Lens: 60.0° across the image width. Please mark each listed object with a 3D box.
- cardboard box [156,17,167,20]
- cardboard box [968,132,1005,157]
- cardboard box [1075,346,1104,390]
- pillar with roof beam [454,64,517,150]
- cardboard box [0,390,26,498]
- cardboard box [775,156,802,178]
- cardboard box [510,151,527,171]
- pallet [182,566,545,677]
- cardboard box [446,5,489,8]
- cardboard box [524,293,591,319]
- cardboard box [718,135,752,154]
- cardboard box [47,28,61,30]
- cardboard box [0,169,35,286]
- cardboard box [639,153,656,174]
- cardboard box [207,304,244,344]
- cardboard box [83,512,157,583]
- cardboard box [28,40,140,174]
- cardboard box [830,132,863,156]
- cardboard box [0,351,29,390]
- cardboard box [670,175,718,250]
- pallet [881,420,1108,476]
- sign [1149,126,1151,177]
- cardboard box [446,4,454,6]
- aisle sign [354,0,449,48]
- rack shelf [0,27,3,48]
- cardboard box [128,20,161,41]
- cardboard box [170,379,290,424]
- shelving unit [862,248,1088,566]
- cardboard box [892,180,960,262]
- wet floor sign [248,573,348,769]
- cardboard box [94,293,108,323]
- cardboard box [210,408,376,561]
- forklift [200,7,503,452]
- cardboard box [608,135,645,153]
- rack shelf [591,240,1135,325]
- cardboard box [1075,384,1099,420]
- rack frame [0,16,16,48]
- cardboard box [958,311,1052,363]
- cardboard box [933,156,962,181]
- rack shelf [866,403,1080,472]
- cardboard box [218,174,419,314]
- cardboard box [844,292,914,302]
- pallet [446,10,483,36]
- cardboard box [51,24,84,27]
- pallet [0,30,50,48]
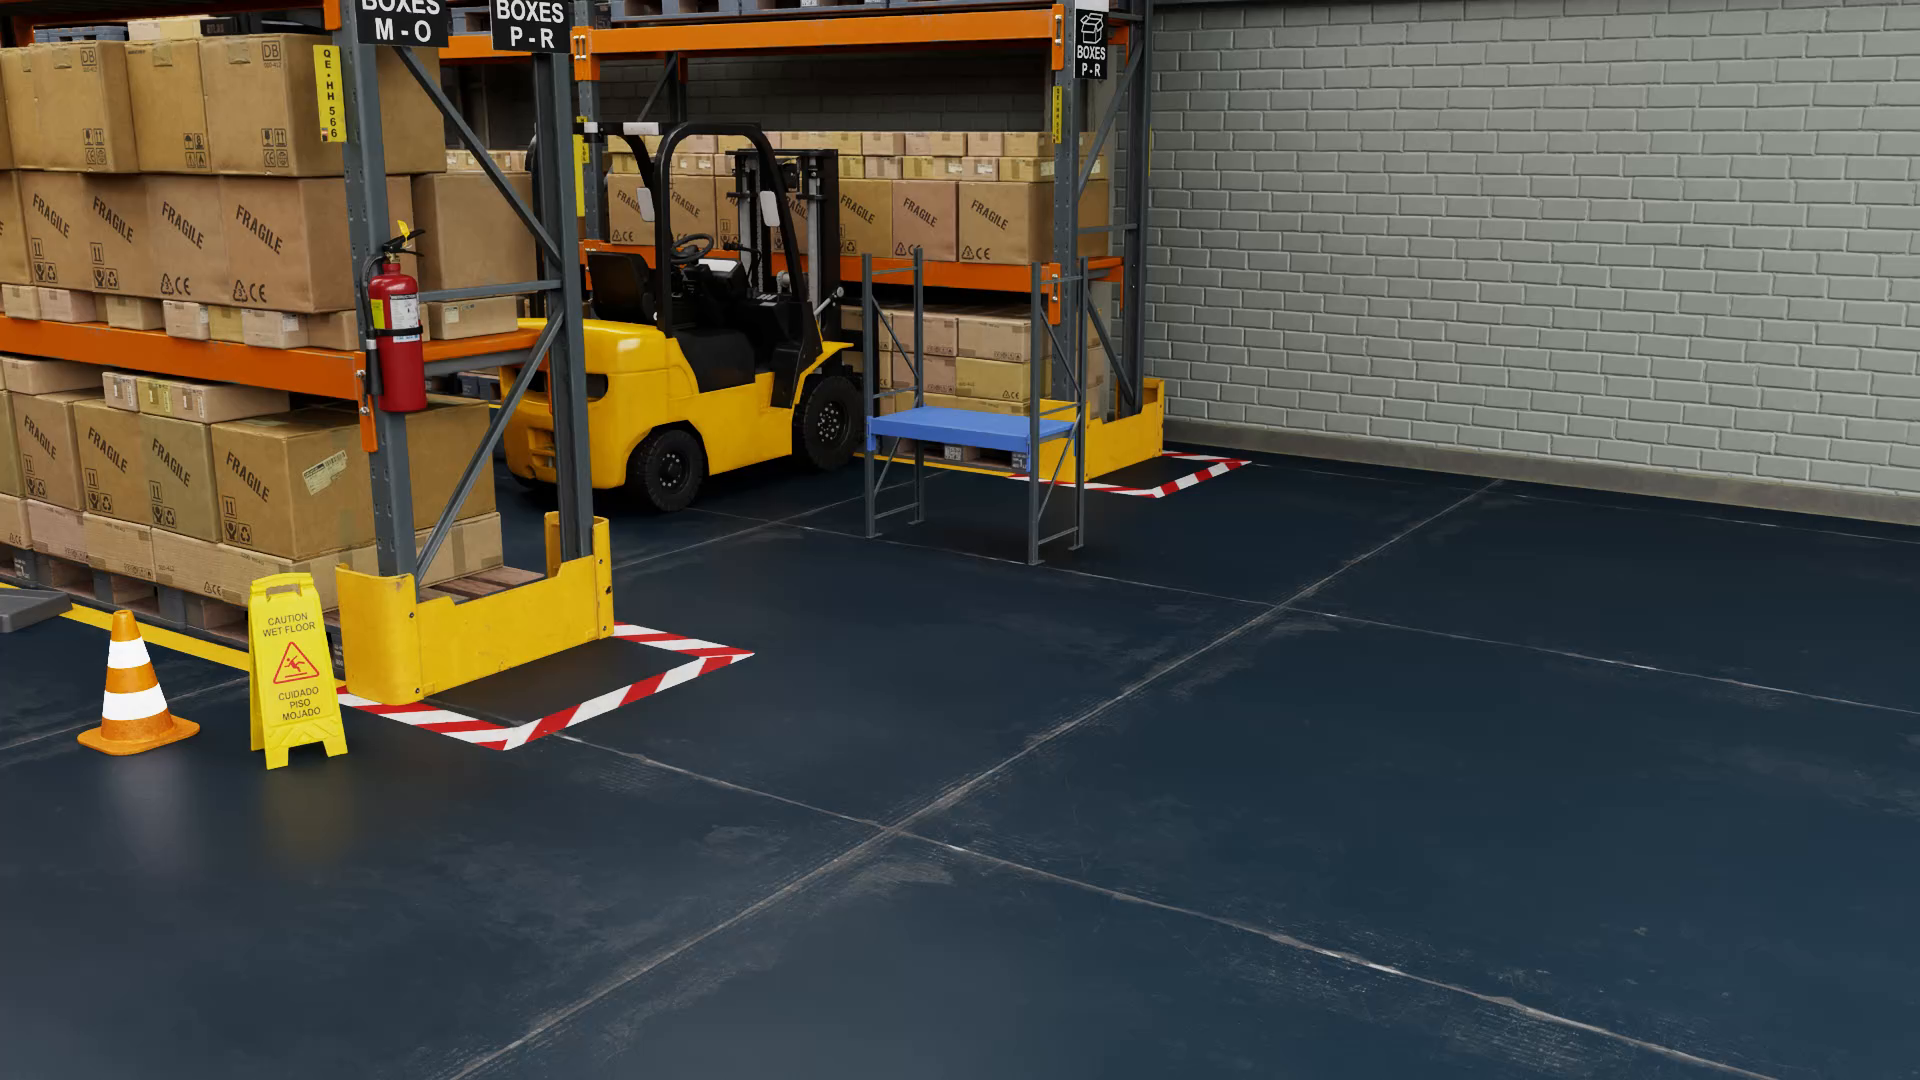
[{"bbox_3d":[-6.994,-4.739,14.965,0.250,0.149,0.380,9,17,33],"label":"cardboard box"},{"bbox_3d":[0.254,-2.484,10.437,0.250,0.149,0.380,9,17,33],"label":"cardboard box"},{"bbox_3d":[0.617,-1.159,11.072,0.500,0.250,0.500,10,17,34],"label":"cardboard box"},{"bbox_3d":[-6.565,-5.074,10.595,0.400,9.000,9.100,9,17,33],"label":"pillar with roof beam"},{"bbox_3d":[-4.406,-0.520,7.969,0.500,0.500,0.500,10,17,35],"label":"cardboard box"},{"bbox_3d":[-1.039,-2.536,11.268,0.250,0.149,0.380,9,16,32],"label":"cardboard box"},{"bbox_3d":[-3.234,-2.919,12.813,0.250,0.149,0.380,9,17,33],"label":"cardboard box"},{"bbox_3d":[-2.594,0.275,7.274,1.213,0.211,1.003,9,17,33],"label":"pallet"},{"bbox_3d":[-3.938,-4.341,13.277,0.250,0.166,0.380,9,17,33],"label":"cardboard box"},{"bbox_3d":[-2.867,-1.598,13.105,0.625,0.625,0.875,10,17,35],"label":"cardboard box"},{"bbox_3d":[-1.459,-2.751,11.518,0.250,0.149,0.380,9,16,32],"label":"cardboard box"},{"bbox_3d":[-8.776,-5.112,16.430,0.250,0.149,0.380,9,17,33],"label":"cardboard box"},{"bbox_3d":[-4.147,-1.435,7.550,0.500,0.500,0.500,9,17,32],"label":"cardboard box"},{"bbox_3d":[-2.095,-2.713,11.983,0.250,0.149,0.380,10,17,34],"label":"cardboard box"},{"bbox_3d":[-2.779,-0.889,6.694,0.250,0.149,0.380,9,16,32],"label":"cardboard box"},{"bbox_3d":[-3.560,-0.017,7.497,0.500,0.250,0.500,8,16,31],"label":"cardboard box"},{"bbox_3d":[-3.318,-1.773,6.836,0.500,0.500,0.700,9,16,32],"label":"cardboard box"},{"bbox_3d":[-0.639,-2.608,10.939,0.250,0.149,0.380,10,17,34],"label":"cardboard box"},{"bbox_3d":[-4.359,-0.807,7.778,0.250,0.149,0.380,10,17,35],"label":"cardboard box"},{"bbox_3d":[-1.764,-2.350,11.865,0.500,0.500,0.500,10,17,34],"label":"cardboard box"},{"bbox_3d":[0.233,-0.684,11.145,1.213,0.211,1.003,9,17,33],"label":"pallet"},{"bbox_3d":[1.206,-2.511,10.760,0.005,0.325,0.100,9,17,33],"label":"sign"},{"bbox_3d":[-4.150,-4.256,12.973,0.250,0.149,0.380,9,16,32],"label":"cardboard box"},{"bbox_3d":[-1.987,-2.149,5.850,0.004,0.787,0.394,9,17,33],"label":"aisle sign"},{"bbox_3d":[-6.855,-2.864,9.406,4.000,0.370,1.077,9,17,33],"label":"rack shelf"},{"bbox_3d":[-7.142,-4.554,15.046,0.500,0.250,0.500,9,17,33],"label":"cardboard box"},{"bbox_3d":[-3.029,-0.592,6.910,0.250,0.149,0.380,10,17,34],"label":"cardboard box"},{"bbox_3d":[0.071,-0.717,8.597,1.048,1.500,0.538,9,17,33],"label":"shelving unit"},{"bbox_3d":[-0.089,-2.077,10.761,0.500,0.500,0.500,10,17,35],"label":"cardboard box"},{"bbox_3d":[-2.316,0.429,5.748,0.267,0.644,0.232,-10,17,-35],"label":"wet floor sign"},{"bbox_3d":[-3.564,-1.047,7.334,0.250,0.149,0.380,9,17,33],"label":"cardboard box"},{"bbox_3d":[-2.687,-0.241,6.843,0.500,0.500,0.500,9,17,33],"label":"cardboard box"},{"bbox_3d":[-3.941,-2.001,10.807,3.031,2.935,1.130,9,16,32],"label":"forklift"},{"bbox_3d":[-2.329,-2.885,12.059,0.250,0.149,0.380,10,17,34],"label":"cardboard box"},{"bbox_3d":[-0.769,-1.862,11.600,4.000,0.370,1.077,9,17,33],"label":"rack shelf"},{"bbox_3d":[0.592,-0.917,11.133,0.500,0.250,0.500,9,17,33],"label":"cardboard box"},{"bbox_3d":[-5.195,-1.489,8.597,0.127,3.000,1.000,9,17,33],"label":"rack frame"},{"bbox_3d":[0.335,-1.297,10.588,0.500,0.250,0.500,10,17,35],"label":"cardboard box"},{"bbox_3d":[0.037,-2.372,10.606,0.250,0.149,0.380,10,17,34],"label":"cardboard box"},{"bbox_3d":[0.071,-0.542,8.640,1.000,0.185,0.538,9,17,33],"label":"rack shelf"},{"bbox_3d":[-2.480,-1.164,6.454,0.500,0.500,0.500,9,16,32],"label":"cardboard box"},{"bbox_3d":[-0.649,-1.605,11.833,0.500,0.250,0.500,9,16,32],"label":"cardboard box"},{"bbox_3d":[-4.205,-4.158,13.527,1.213,0.211,1.003,10,17,35],"label":"pallet"},{"bbox_3d":[-8.418,-4.912,15.623,0.250,0.149,0.380,9,17,34],"label":"cardboard box"},{"bbox_3d":[-8.564,-4.816,16.183,1.003,0.211,1.213,9,17,33],"label":"pallet"}]
